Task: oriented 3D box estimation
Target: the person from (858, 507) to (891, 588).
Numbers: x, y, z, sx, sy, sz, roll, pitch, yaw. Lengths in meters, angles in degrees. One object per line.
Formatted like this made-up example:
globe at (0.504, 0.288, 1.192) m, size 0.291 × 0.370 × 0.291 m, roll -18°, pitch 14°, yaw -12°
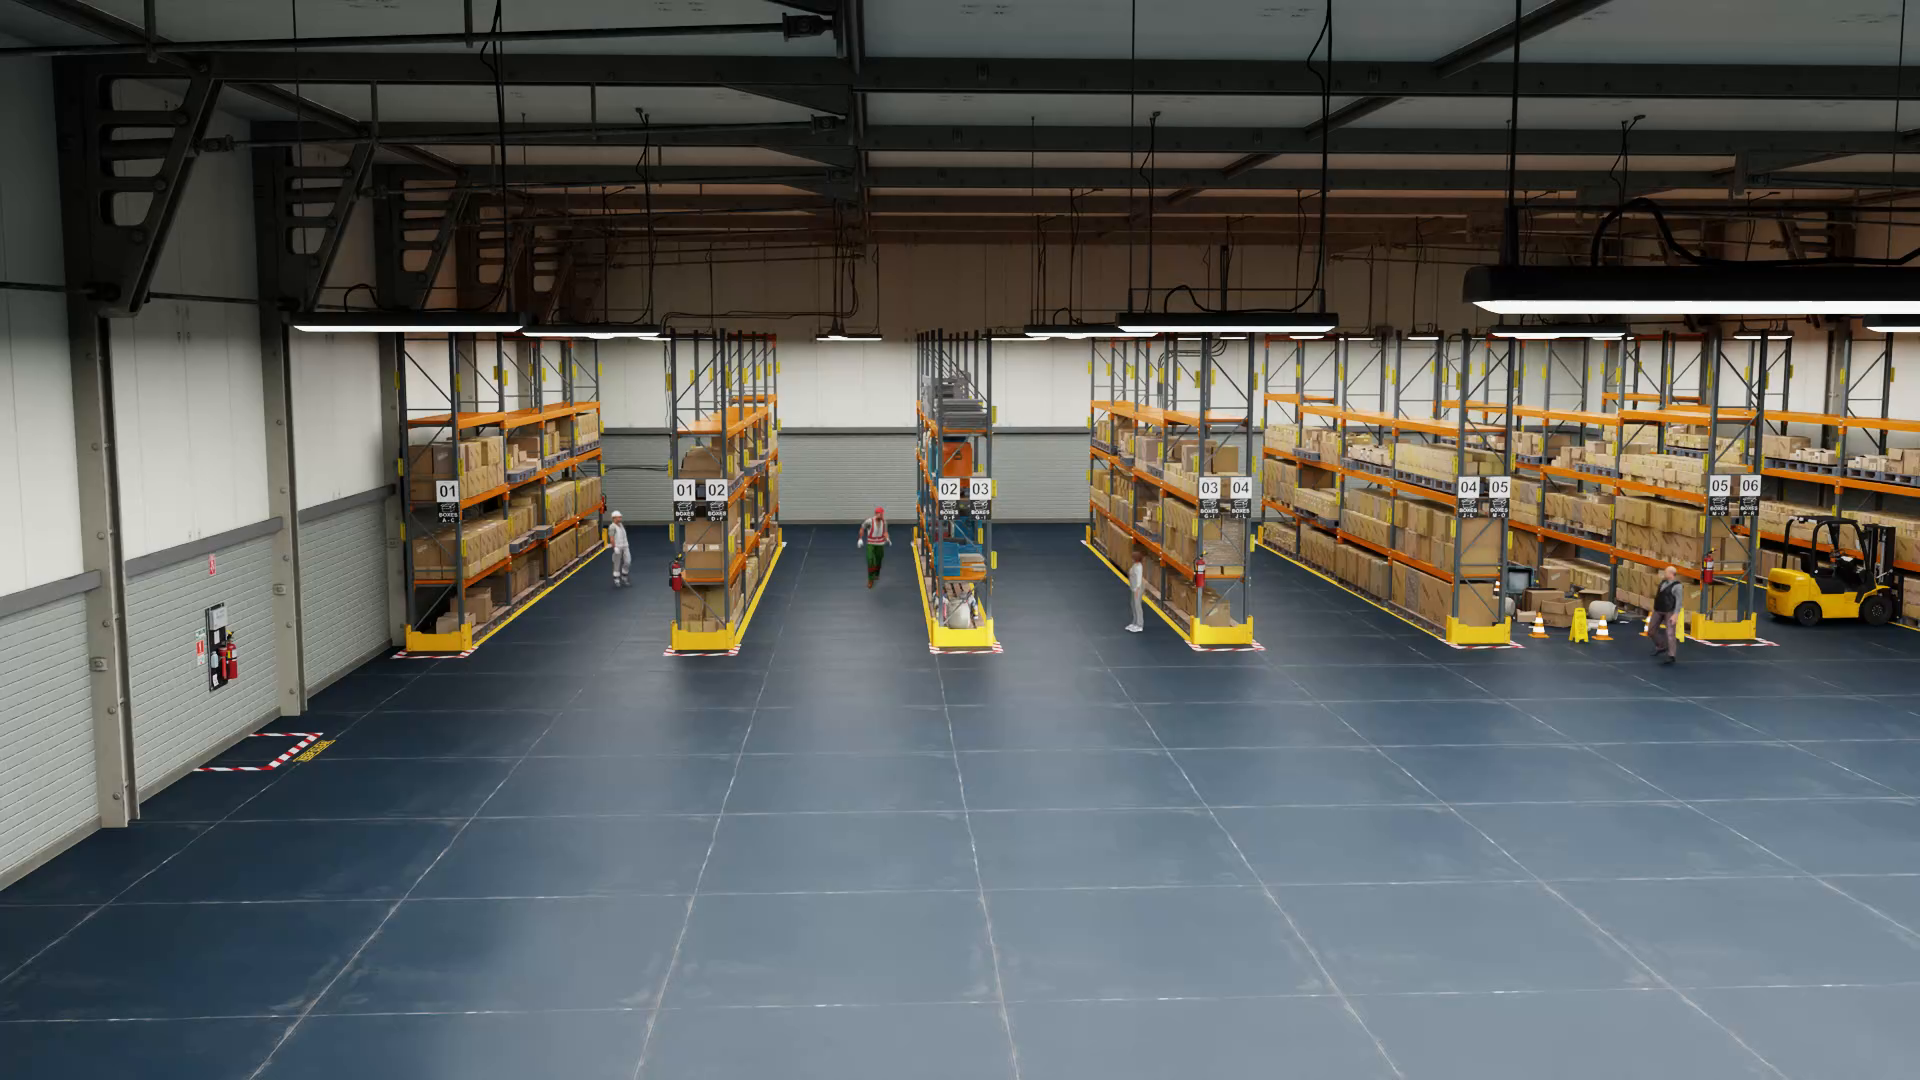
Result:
person at (-1.946, 0.144, 37.980) m, size 0.773 × 1.816 × 0.868 m, roll 0°, pitch 7°, yaw 1°

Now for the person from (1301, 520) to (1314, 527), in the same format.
person at (10.085, -0.868, 48.934) m, size 1.031 × 1.613 × 0.541 m, roll 2°, pitch 7°, yaw 17°

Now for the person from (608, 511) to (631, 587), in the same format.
person at (-8.021, 0.219, 39.297) m, size 0.613 × 1.815 × 0.566 m, roll -6°, pitch 9°, yaw -42°

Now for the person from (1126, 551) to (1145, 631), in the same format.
person at (3.516, 1.014, 33.180) m, size 0.352 × 1.601 × 0.463 m, roll -1°, pitch 7°, yaw -6°

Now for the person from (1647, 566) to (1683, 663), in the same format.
person at (12.765, 1.324, 30.061) m, size 0.458 × 1.726 × 0.625 m, roll -4°, pitch 8°, yaw -32°
